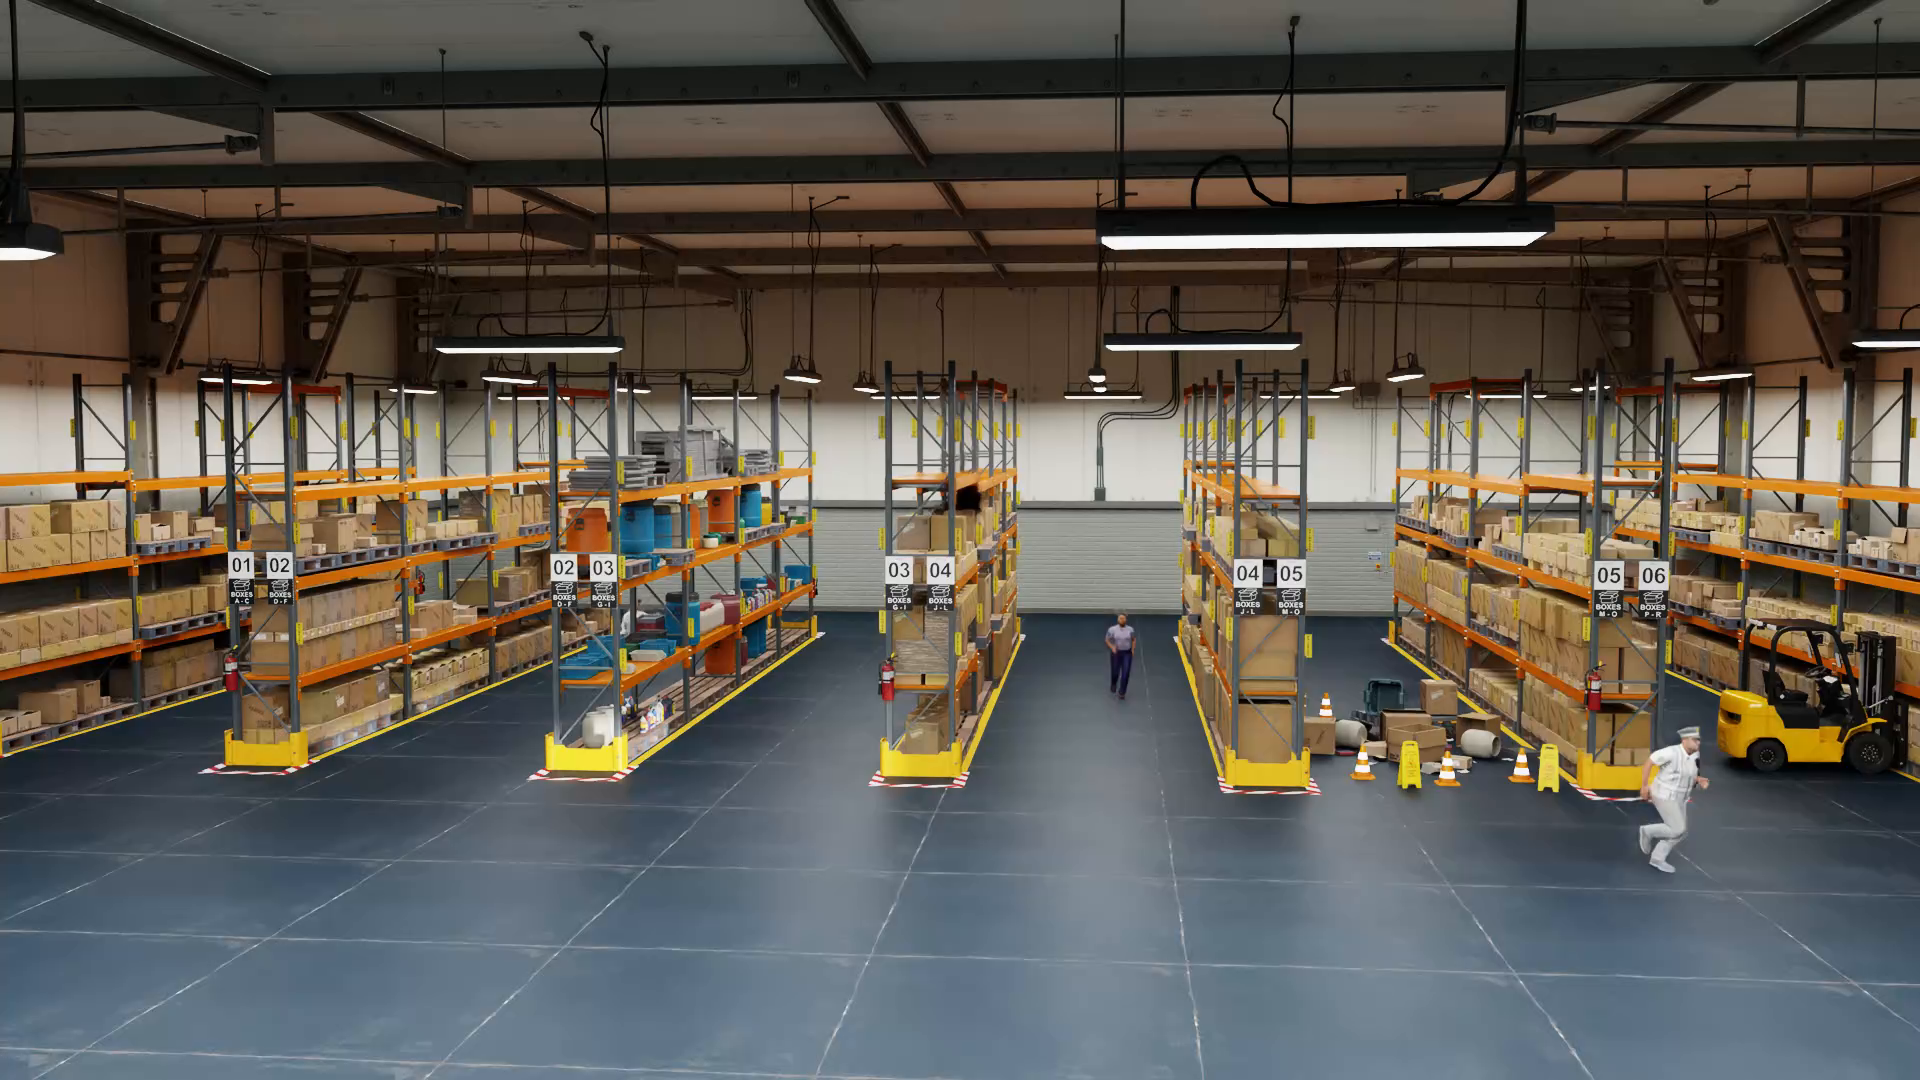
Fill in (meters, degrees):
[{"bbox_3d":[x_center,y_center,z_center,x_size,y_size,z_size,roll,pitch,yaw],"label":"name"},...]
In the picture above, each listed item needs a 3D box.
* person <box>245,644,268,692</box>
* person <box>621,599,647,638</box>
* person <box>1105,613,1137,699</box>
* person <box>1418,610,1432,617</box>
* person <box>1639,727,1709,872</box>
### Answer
[{"bbox_3d":[-12.080,2.316,28.791,0.546,1.616,0.804,1,4,8],"label":"person"},{"bbox_3d":[-6.499,1.997,33.390,0.627,1.698,0.761,0,4,-2],"label":"person"},{"bbox_3d":[3.019,2.159,31.098,0.595,1.601,0.546,0,4,-3],"label":"person"},{"bbox_3d":[11.308,1.486,40.039,0.795,1.833,0.691,2,4,32],"label":"person"},{"bbox_3d":[8.114,2.927,18.878,0.652,1.701,0.748,-3,5,-37],"label":"person"}]
